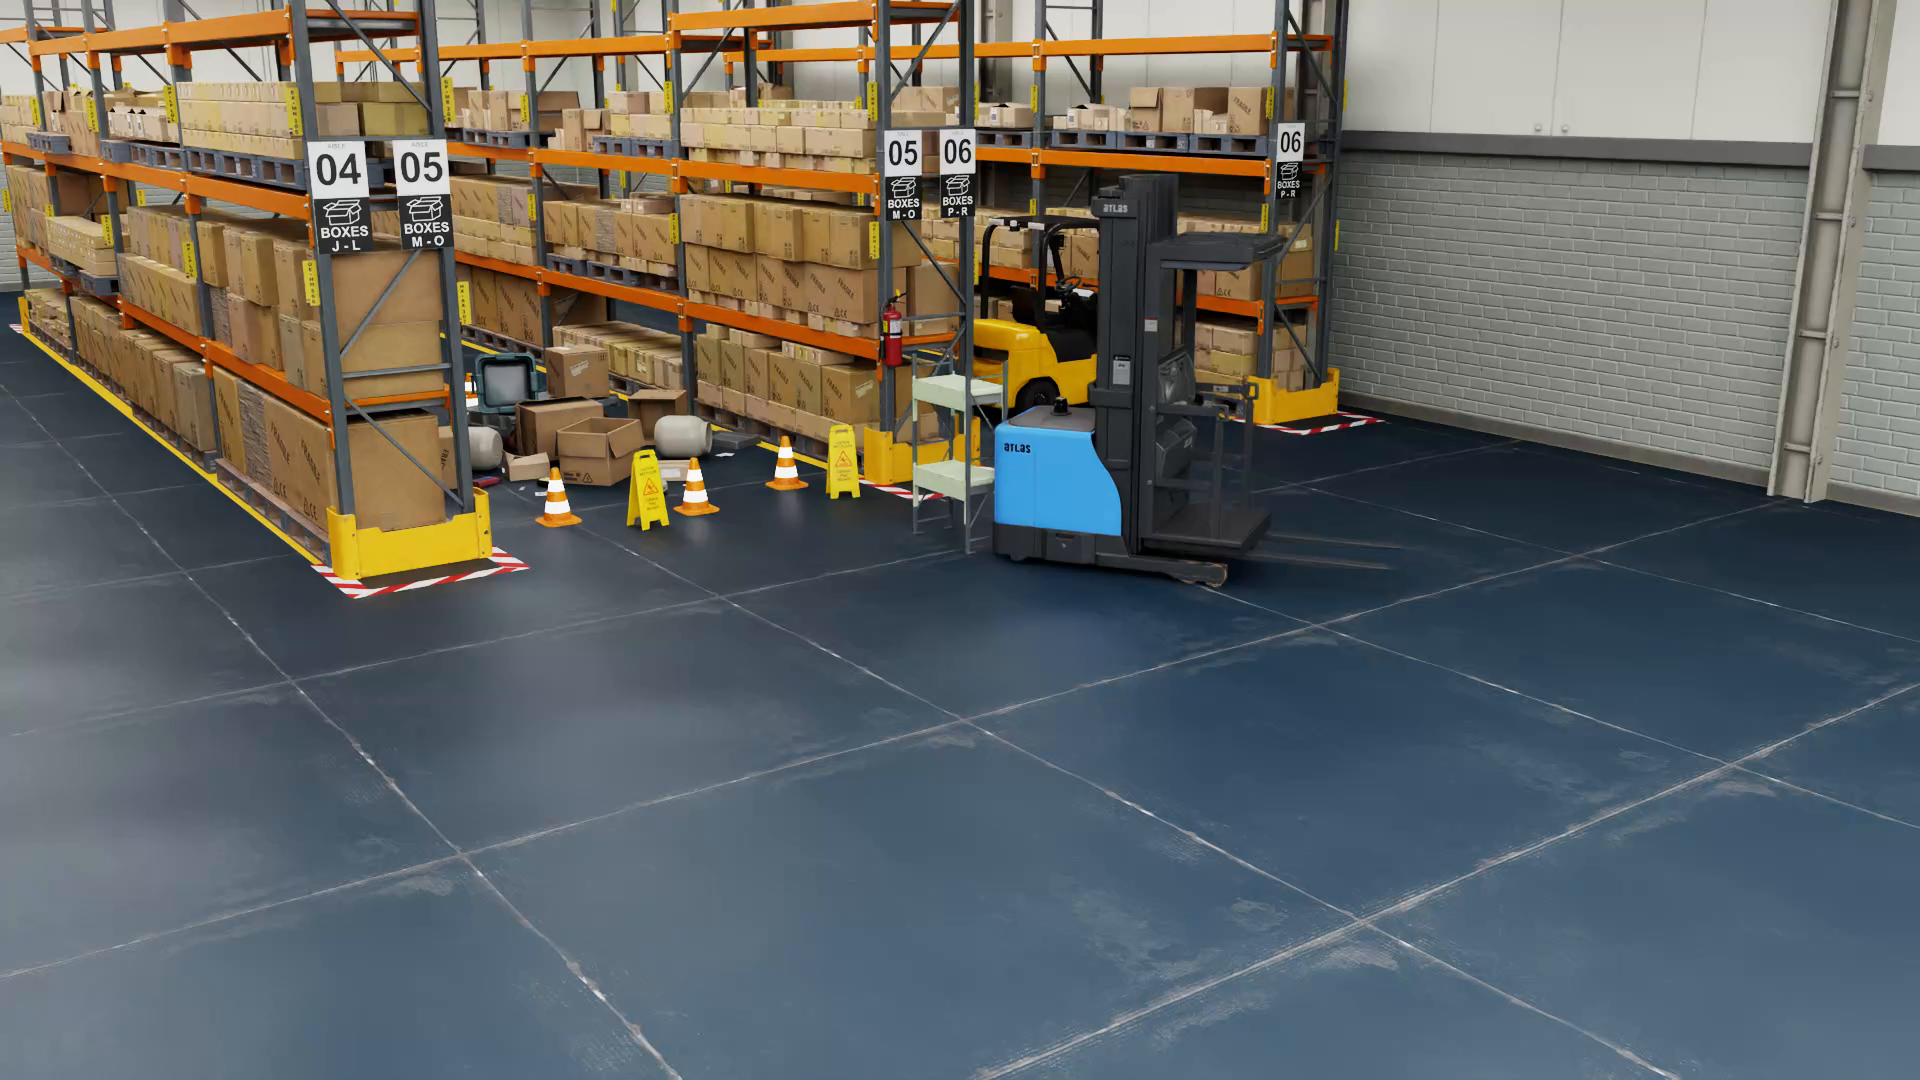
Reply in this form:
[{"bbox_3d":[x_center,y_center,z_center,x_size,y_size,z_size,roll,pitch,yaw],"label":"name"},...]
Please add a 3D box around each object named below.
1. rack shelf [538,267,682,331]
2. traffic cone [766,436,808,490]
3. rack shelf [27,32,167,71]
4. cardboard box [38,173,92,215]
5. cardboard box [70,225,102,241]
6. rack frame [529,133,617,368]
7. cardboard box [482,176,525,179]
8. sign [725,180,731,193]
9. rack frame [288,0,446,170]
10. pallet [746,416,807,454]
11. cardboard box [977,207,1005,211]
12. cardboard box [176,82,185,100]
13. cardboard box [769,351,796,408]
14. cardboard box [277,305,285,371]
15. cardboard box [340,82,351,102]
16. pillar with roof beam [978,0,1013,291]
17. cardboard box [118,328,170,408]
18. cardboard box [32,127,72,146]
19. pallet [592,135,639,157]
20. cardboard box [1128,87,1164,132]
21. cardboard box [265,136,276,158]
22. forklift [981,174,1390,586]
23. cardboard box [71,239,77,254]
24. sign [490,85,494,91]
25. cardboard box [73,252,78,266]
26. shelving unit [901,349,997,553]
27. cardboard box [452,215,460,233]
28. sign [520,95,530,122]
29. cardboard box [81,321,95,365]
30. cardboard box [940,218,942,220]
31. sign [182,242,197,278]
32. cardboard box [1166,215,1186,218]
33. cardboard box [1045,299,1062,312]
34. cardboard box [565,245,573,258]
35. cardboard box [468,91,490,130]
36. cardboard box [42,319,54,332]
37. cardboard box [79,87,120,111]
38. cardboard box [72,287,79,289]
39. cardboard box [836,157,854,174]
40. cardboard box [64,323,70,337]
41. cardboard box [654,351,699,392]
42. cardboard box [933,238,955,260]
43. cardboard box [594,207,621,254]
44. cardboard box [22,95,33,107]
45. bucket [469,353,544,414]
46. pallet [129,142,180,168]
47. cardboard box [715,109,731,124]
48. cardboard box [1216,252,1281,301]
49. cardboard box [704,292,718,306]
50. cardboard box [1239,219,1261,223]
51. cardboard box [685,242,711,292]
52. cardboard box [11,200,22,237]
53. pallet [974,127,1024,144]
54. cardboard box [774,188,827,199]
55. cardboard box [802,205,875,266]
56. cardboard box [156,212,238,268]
[{"bbox_3d":[-3.836,-2.995,20.201,1.077,0.370,4.000,-11,19,-35],"label":"rack shelf"},{"bbox_3d":[-1.605,-0.729,15.364,0.336,0.463,0.334,-11,19,-35],"label":"traffic cone"},{"bbox_3d":[-10.133,-5.760,19.697,1.077,0.370,4.000,-11,19,-35],"label":"rack shelf"},{"bbox_3d":[-11.804,-4.566,21.930,0.500,0.500,0.500,-12,19,-36],"label":"cardboard box"},{"bbox_3d":[-10.374,-3.658,19.812,0.380,0.149,0.250,-10,18,-32],"label":"cardboard box"},{"bbox_3d":[-5.012,-3.769,21.666,1.000,3.000,0.127,-11,19,-35],"label":"rack frame"},{"bbox_3d":[-6.588,-4.988,24.036,0.500,0.500,0.500,-10,18,-33],"label":"cardboard box"},{"bbox_3d":[-3.786,-5.727,27.177,0.100,0.325,0.005,-11,19,-35],"label":"sign"},{"bbox_3d":[-4.253,-4.165,11.747,1.000,3.000,0.127,-11,19,-35],"label":"rack frame"},{"bbox_3d":[-1.515,-1.172,17.457,1.003,0.211,1.213,-11,19,-35],"label":"pallet"},{"bbox_3d":[0.461,-4.489,22.877,0.380,0.149,0.250,-11,19,-34],"label":"cardboard box"},{"bbox_3d":[-6.666,-3.956,14.646,0.380,0.149,0.250,-11,19,-34],"label":"cardboard box"},{"bbox_3d":[-1.591,-1.650,16.914,0.500,0.500,0.500,-11,19,-36],"label":"cardboard box"},{"bbox_3d":[-5.076,-1.669,13.708,0.875,0.550,0.550,-11,19,-35],"label":"cardboard box"},{"bbox_3d":[-4.637,-3.515,13.036,0.380,0.149,0.250,-11,19,-34],"label":"cardboard box"},{"bbox_3d":[-2.986,-6.628,20.745,9.100,9.000,0.400,-11,19,-35],"label":"pillar with roof beam"},{"bbox_3d":[-8.671,-1.953,18.496,1.050,0.750,0.750,-11,19,-35],"label":"cardboard box"},{"bbox_3d":[-11.816,-5.271,21.755,0.500,0.250,0.500,-10,18,-33],"label":"cardboard box"},{"bbox_3d":[-3.549,-4.641,19.524,1.213,0.211,1.003,-11,19,-35],"label":"pallet"},{"bbox_3d":[2.413,-5.002,19.306,0.797,0.503,0.637,-10,18,-33],"label":"cardboard box"},{"bbox_3d":[-5.022,-2.975,12.572,0.380,0.149,0.250,-11,19,-34],"label":"cardboard box"},{"bbox_3d":[1.735,-1.234,12.533,3.031,2.935,1.130,6,16,21],"label":"forklift"},{"bbox_3d":[-10.376,-3.514,19.851,0.380,0.149,0.250,-10,18,-33],"label":"cardboard box"},{"bbox_3d":[-6.931,-6.558,24.597,0.100,0.325,0.005,-11,19,-35],"label":"sign"},{"bbox_3d":[-10.368,-3.370,19.886,0.380,0.149,0.250,-10,18,-33],"label":"cardboard box"},{"bbox_3d":[-0.091,-0.732,13.411,0.431,1.500,0.755,-11,19,-34],"label":"shelving unit"},{"bbox_3d":[-7.004,-4.548,23.847,0.500,0.250,0.500,-11,18,-34],"label":"cardboard box"},{"bbox_3d":[-5.466,-5.419,20.883,0.100,0.325,0.005,-11,19,-35],"label":"sign"},{"bbox_3d":[-10.776,-2.519,21.037,0.500,0.500,0.500,-10,18,-32],"label":"cardboard box"},{"bbox_3d":[-0.052,-4.474,22.821,0.380,0.149,0.250,-11,19,-35],"label":"cardboard box"},{"bbox_3d":[-7.038,-2.559,15.202,0.100,0.325,0.005,-11,19,-35],"label":"sign"},{"bbox_3d":[2.417,-3.707,19.458,0.380,0.149,0.250,-11,19,-34],"label":"cardboard box"},{"bbox_3d":[1.383,-2.893,20.984,0.500,0.250,0.500,-11,19,-35],"label":"cardboard box"},{"bbox_3d":[-4.709,-3.621,20.806,0.380,0.149,0.250,-12,20,-38],"label":"cardboard box"},{"bbox_3d":[-6.283,-5.798,22.412,0.500,0.500,0.500,-11,19,-34],"label":"cardboard box"},{"bbox_3d":[-12.875,-3.081,23.755,0.380,0.149,0.250,-12,19,-37],"label":"cardboard box"},{"bbox_3d":[-9.718,-4.997,18.830,0.396,0.266,0.258,-11,19,-35],"label":"cardboard box"},{"bbox_3d":[-13.144,-3.729,24.995,0.380,0.149,0.250,-11,19,-34],"label":"cardboard box"},{"bbox_3d":[-0.917,-3.468,15.357,0.380,0.149,0.250,-11,19,-34],"label":"cardboard box"},{"bbox_3d":[-11.751,-2.823,22.248,0.380,0.149,0.250,-10,18,-33],"label":"cardboard box"},{"bbox_3d":[-2.971,-1.962,19.245,0.950,0.372,0.625,-11,19,-34],"label":"cardboard box"},{"bbox_3d":[-0.032,-4.008,22.821,0.500,0.250,0.500,-10,18,-33],"label":"cardboard box"},{"bbox_3d":[-4.017,-3.701,19.869,0.500,0.500,0.500,-12,19,-37],"label":"cardboard box"},{"bbox_3d":[-12.333,-5.887,22.304,0.380,0.149,0.250,-12,19,-37],"label":"cardboard box"},{"bbox_3d":[-4.660,-1.608,17.092,0.726,0.611,0.620,-4,6,-15],"label":"bucket"},{"bbox_3d":[-7.875,-3.968,17.066,1.003,0.211,1.213,-10,18,-32],"label":"pallet"},{"bbox_3d":[-2.282,-4.339,17.029,0.380,0.149,0.250,-11,19,-35],"label":"cardboard box"},{"bbox_3d":[3.203,-2.945,18.465,0.500,0.500,0.500,-11,19,-36],"label":"cardboard box"},{"bbox_3d":[-2.544,-2.631,17.984,0.380,0.149,0.250,-10,18,-33],"label":"cardboard box"},{"bbox_3d":[3.387,-3.557,18.909,0.380,0.149,0.250,-10,18,-33],"label":"cardboard box"},{"bbox_3d":[-2.627,-2.970,17.992,0.500,0.500,0.500,-11,19,-35],"label":"cardboard box"},{"bbox_3d":[-13.620,-4.741,24.462,0.500,0.500,0.500,-10,18,-32],"label":"cardboard box"},{"bbox_3d":[0.132,-5.527,22.764,1.003,0.211,1.213,-10,18,-32],"label":"pallet"},{"bbox_3d":[-2.482,-5.229,26.016,0.700,0.500,0.500,-11,19,-35],"label":"cardboard box"},{"bbox_3d":[-1.077,-2.920,15.914,0.700,0.500,0.500,-11,19,-34],"label":"cardboard box"},{"bbox_3d":[-7.798,-3.087,17.088,0.700,0.500,0.500,-11,19,-35],"label":"cardboard box"}]
